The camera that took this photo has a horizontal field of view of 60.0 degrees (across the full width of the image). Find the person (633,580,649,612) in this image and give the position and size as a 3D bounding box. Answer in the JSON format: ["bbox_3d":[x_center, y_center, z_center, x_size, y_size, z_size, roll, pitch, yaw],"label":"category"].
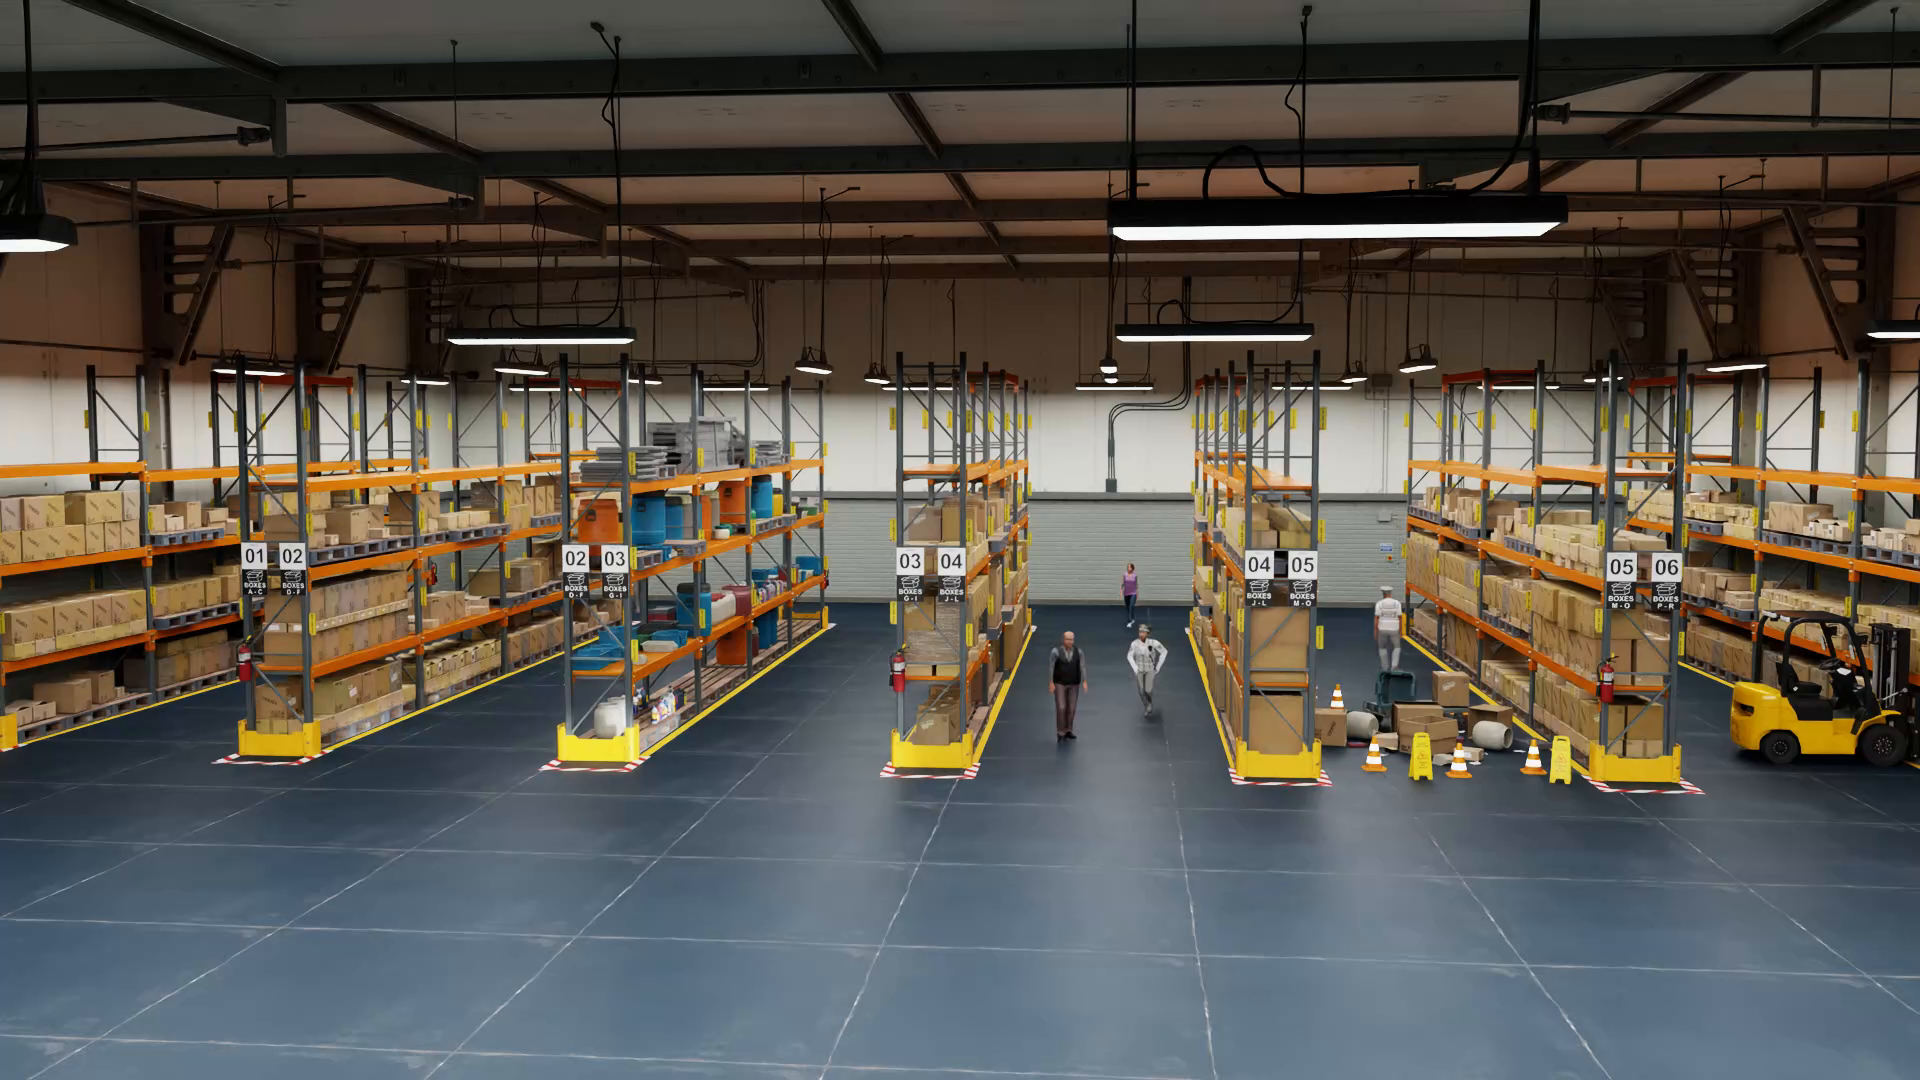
[{"bbox_3d":[-8.520,1.058,44.092,0.480,1.605,0.987,-2,5,-27],"label":"person"}]

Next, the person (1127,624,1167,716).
[{"bbox_3d":[3.137,2.201,28.160,0.584,1.611,0.699,1,4,18],"label":"person"}]

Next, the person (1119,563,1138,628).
[{"bbox_3d":[4.124,1.327,40.593,0.425,1.541,0.966,1,4,18],"label":"person"}]

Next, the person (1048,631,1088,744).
[{"bbox_3d":[1.688,2.312,26.062,0.587,1.787,0.505,-1,4,-13],"label":"person"}]

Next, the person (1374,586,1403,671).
[{"bbox_3d":[8.483,1.793,32.916,0.577,1.753,0.548,0,4,5],"label":"person"}]
